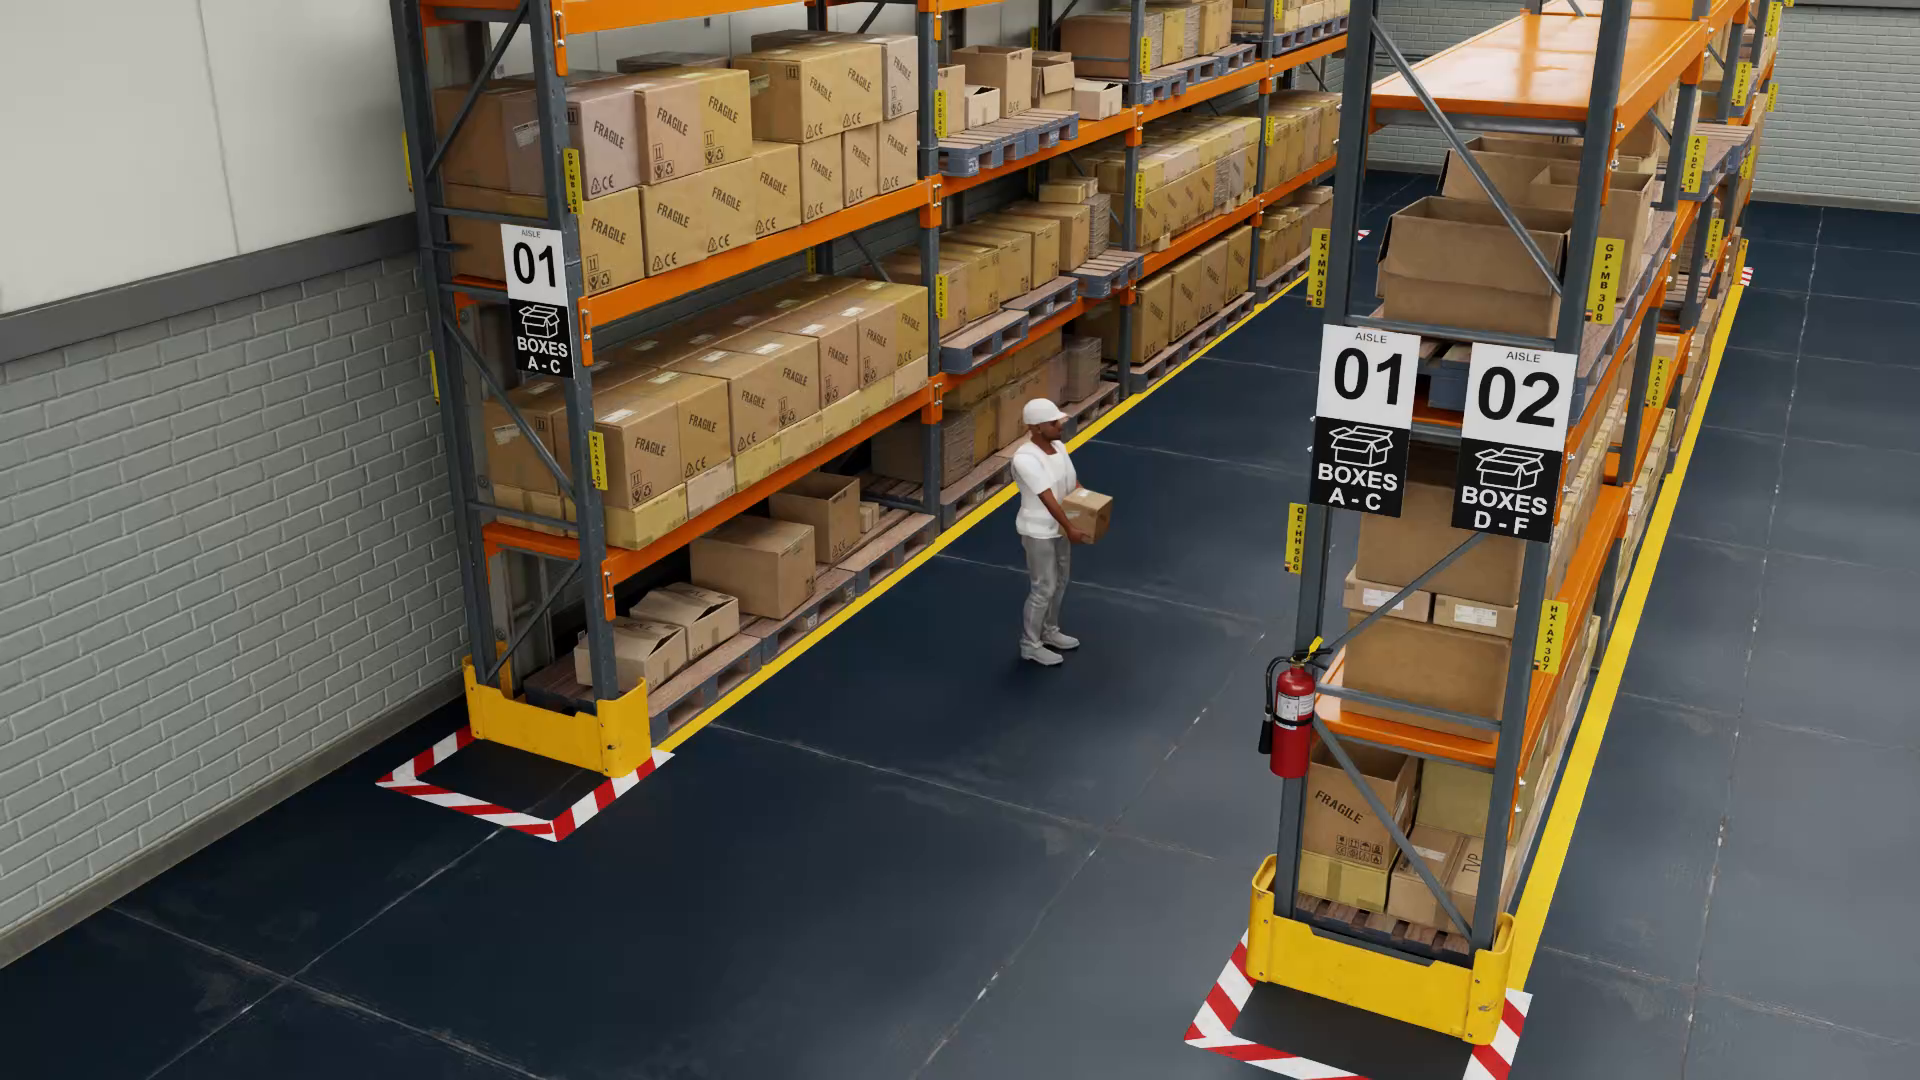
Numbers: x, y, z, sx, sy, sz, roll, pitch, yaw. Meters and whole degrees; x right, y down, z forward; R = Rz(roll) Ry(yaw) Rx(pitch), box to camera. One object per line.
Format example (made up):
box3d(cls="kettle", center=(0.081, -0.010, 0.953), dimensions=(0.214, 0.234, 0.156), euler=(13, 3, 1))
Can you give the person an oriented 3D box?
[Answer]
box3d(cls="person", center=(0.655, -0.054, 10.857), dimensions=(0.586, 1.760, 0.503), euler=(12, 25, 26))
